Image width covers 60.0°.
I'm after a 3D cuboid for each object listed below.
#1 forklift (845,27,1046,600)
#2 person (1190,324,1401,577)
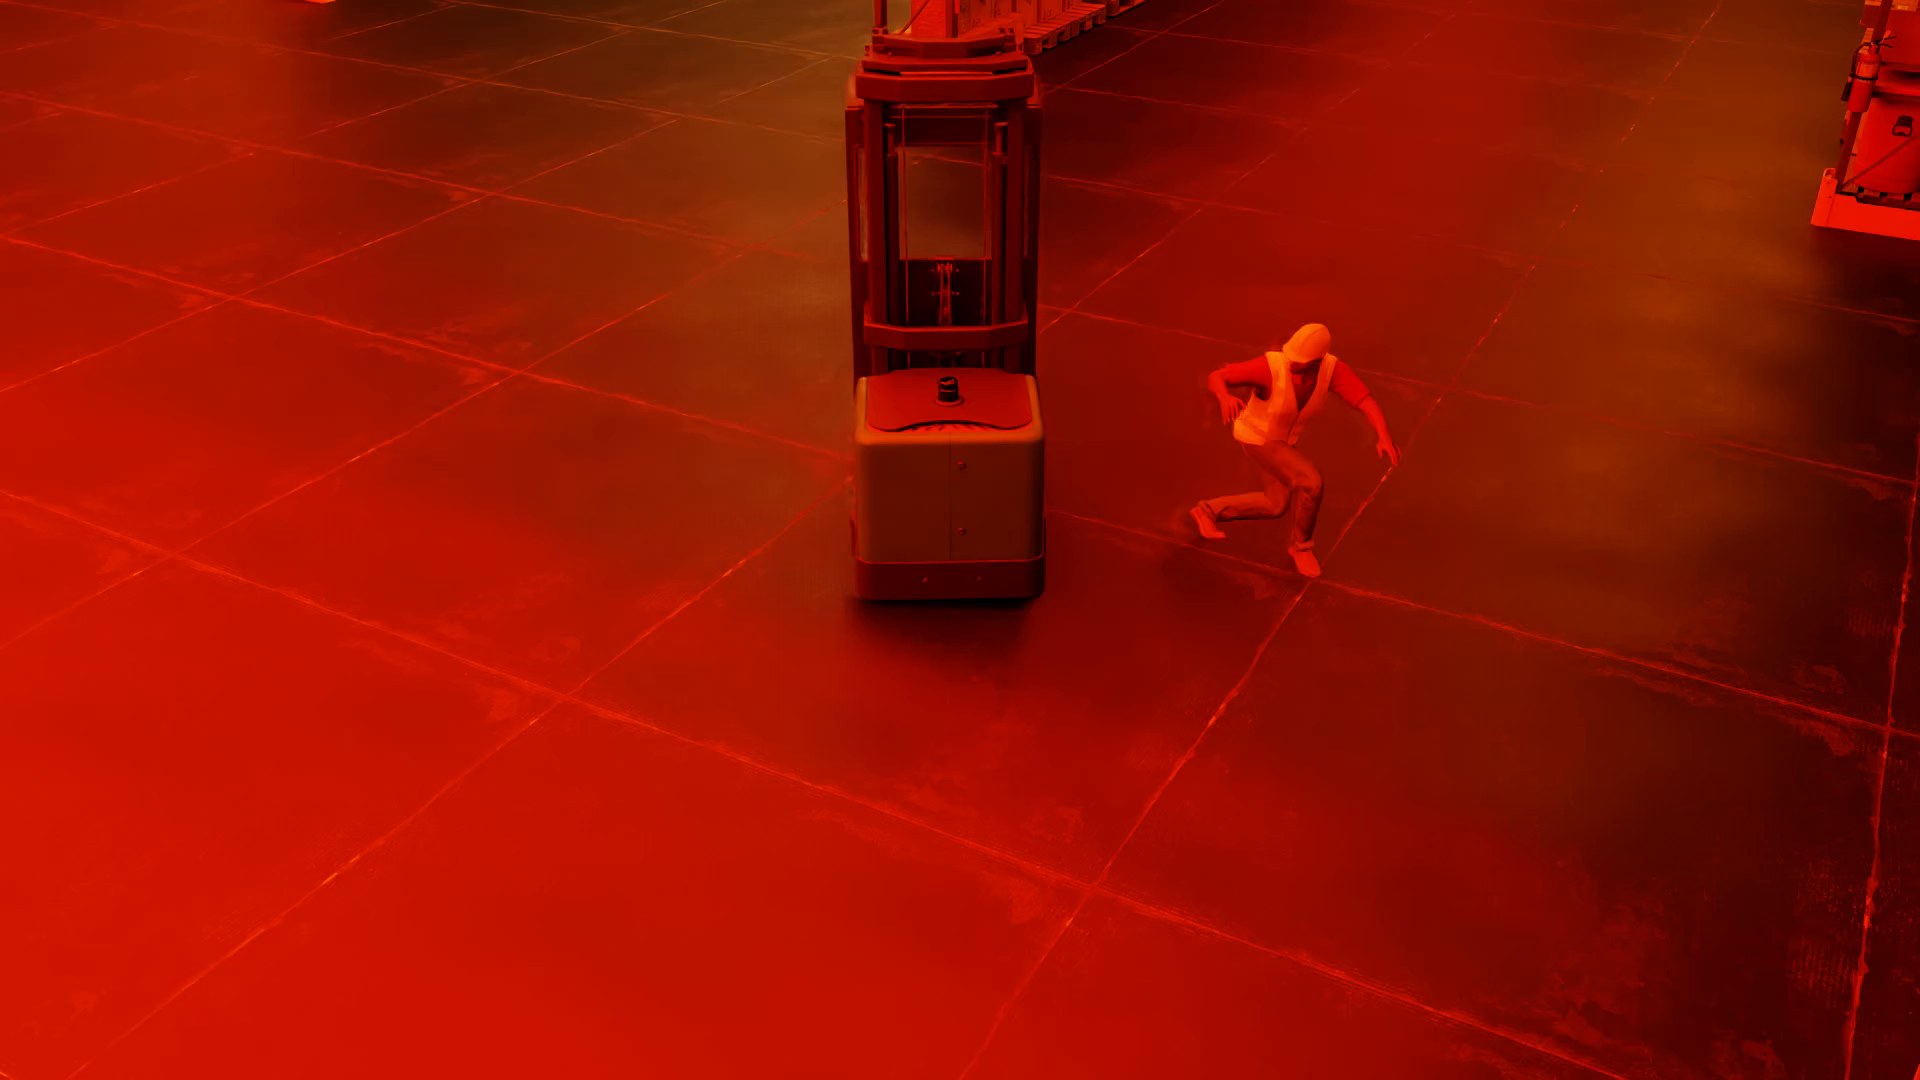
[{"bbox_3d":[-0.103,-1.635,9.903,1.130,2.935,3.031,-1,30,-2],"label":"forklift"},{"bbox_3d":[1.846,-0.475,9.344,0.911,1.518,1.155,-24,38,-35],"label":"person"}]
